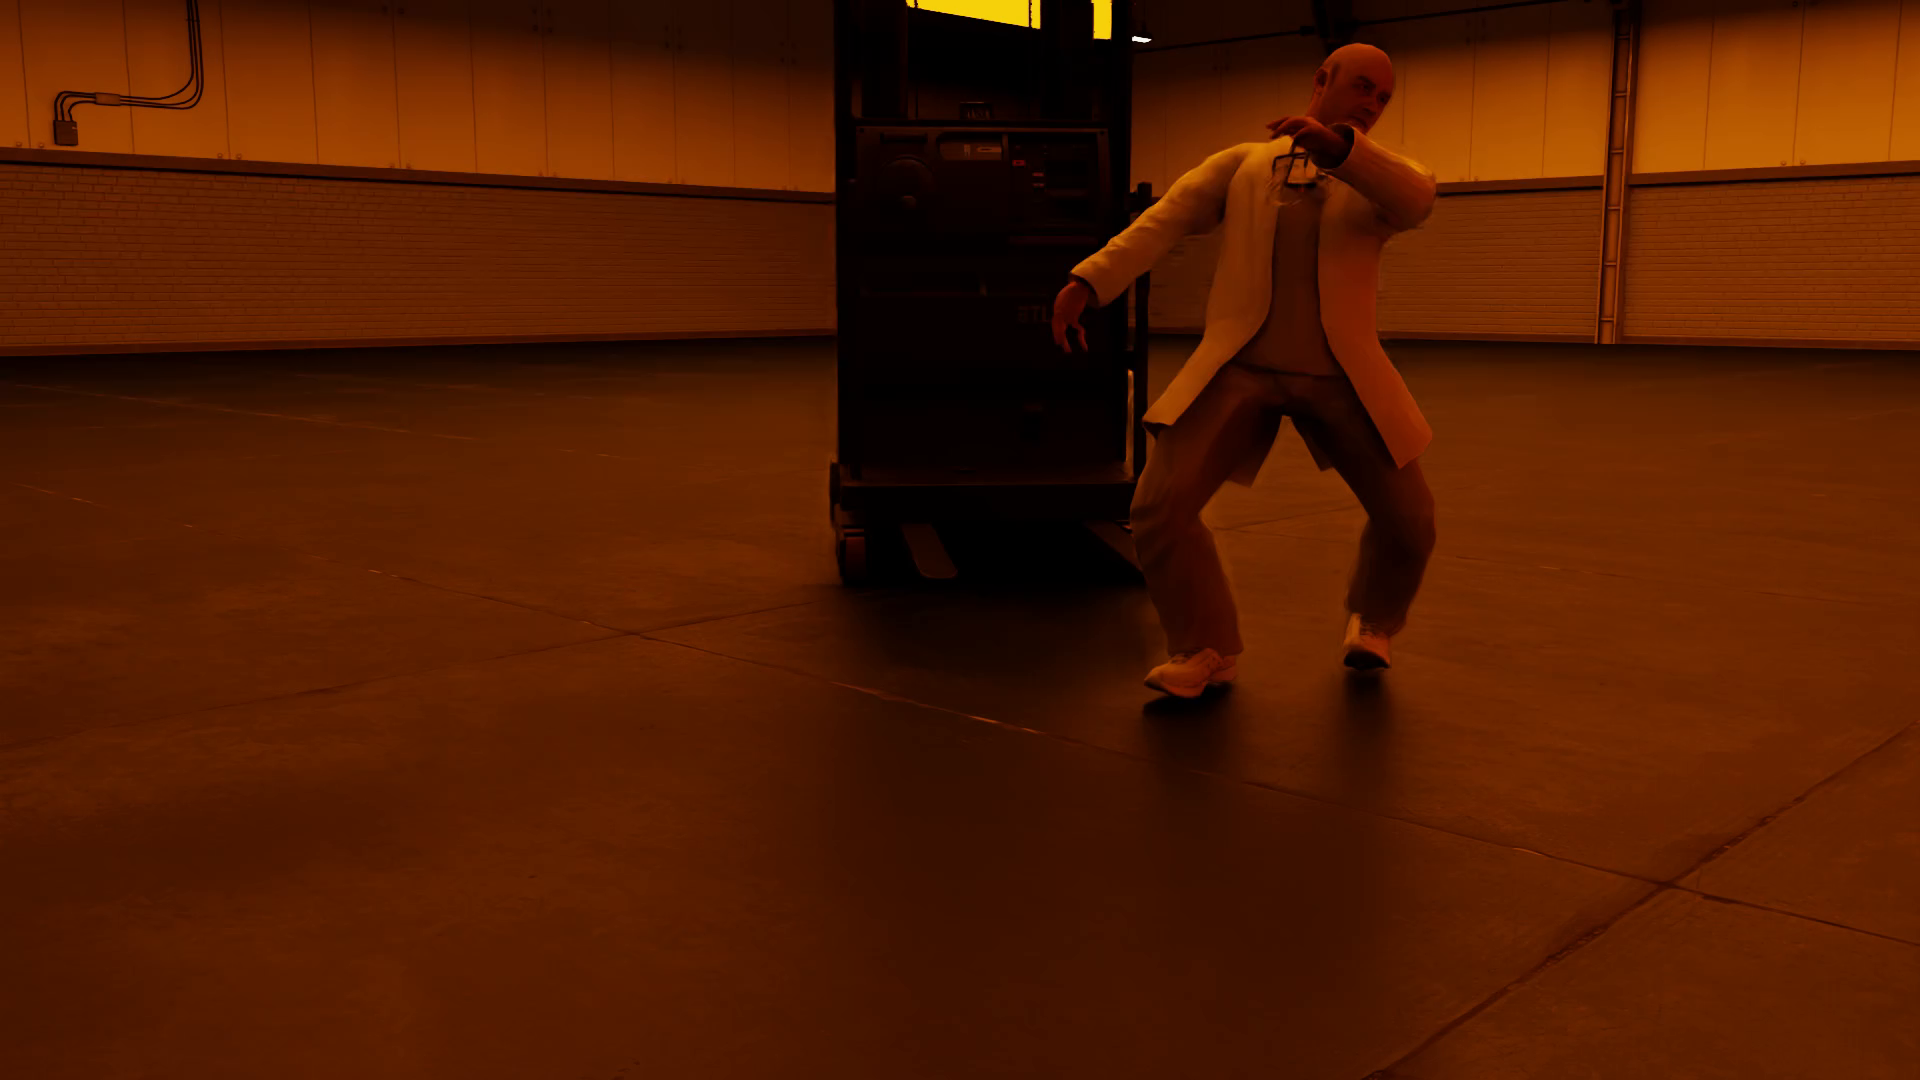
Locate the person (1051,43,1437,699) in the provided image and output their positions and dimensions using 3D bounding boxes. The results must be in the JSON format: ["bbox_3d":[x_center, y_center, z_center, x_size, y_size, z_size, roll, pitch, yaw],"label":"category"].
[{"bbox_3d":[0.694,-0.407,4.034,0.944,1.580,0.915,1,9,5],"label":"person"}]

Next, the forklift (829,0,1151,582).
[{"bbox_3d":[0.108,-1.353,5.859,1.130,2.935,3.031,-1,9,-5],"label":"forklift"}]
